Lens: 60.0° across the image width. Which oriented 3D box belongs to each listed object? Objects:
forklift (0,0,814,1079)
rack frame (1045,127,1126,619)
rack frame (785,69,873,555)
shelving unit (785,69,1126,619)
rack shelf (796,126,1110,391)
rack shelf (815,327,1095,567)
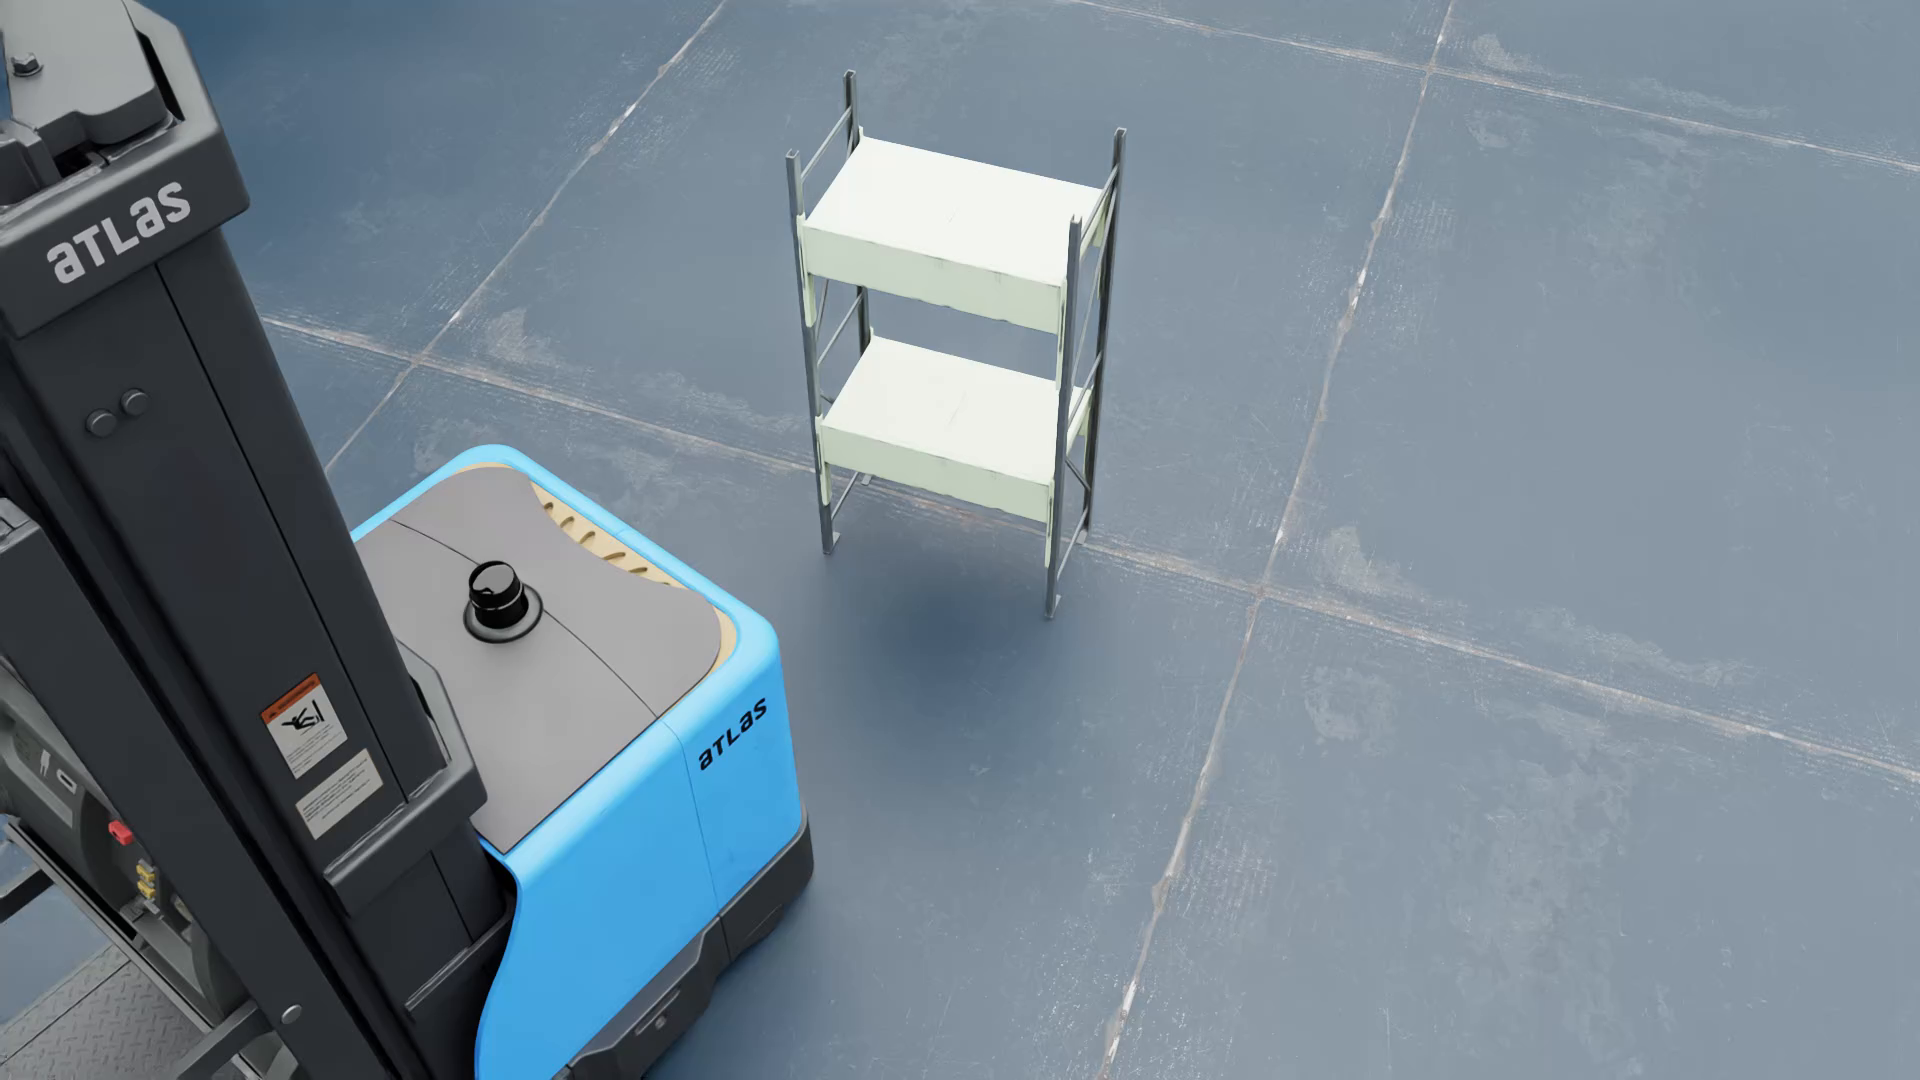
[{"bbox_3d":[-1.704,0.579,2.809,1.130,2.935,3.031,31,56,24],"label":"forklift"},{"bbox_3d":[0.337,-0.397,4.602,0.023,1.500,0.400,16,51,13],"label":"rack frame"},{"bbox_3d":[-0.350,-0.589,4.768,0.023,1.500,0.400,16,51,13],"label":"rack frame"},{"bbox_3d":[-0.006,-0.493,4.685,0.755,1.500,0.431,16,51,13],"label":"shelving unit"},{"bbox_3d":[-0.006,-0.749,4.390,0.720,0.370,0.431,16,51,13],"label":"rack shelf"},{"bbox_3d":[-0.006,-0.279,4.931,0.720,0.370,0.431,16,51,13],"label":"rack shelf"}]
